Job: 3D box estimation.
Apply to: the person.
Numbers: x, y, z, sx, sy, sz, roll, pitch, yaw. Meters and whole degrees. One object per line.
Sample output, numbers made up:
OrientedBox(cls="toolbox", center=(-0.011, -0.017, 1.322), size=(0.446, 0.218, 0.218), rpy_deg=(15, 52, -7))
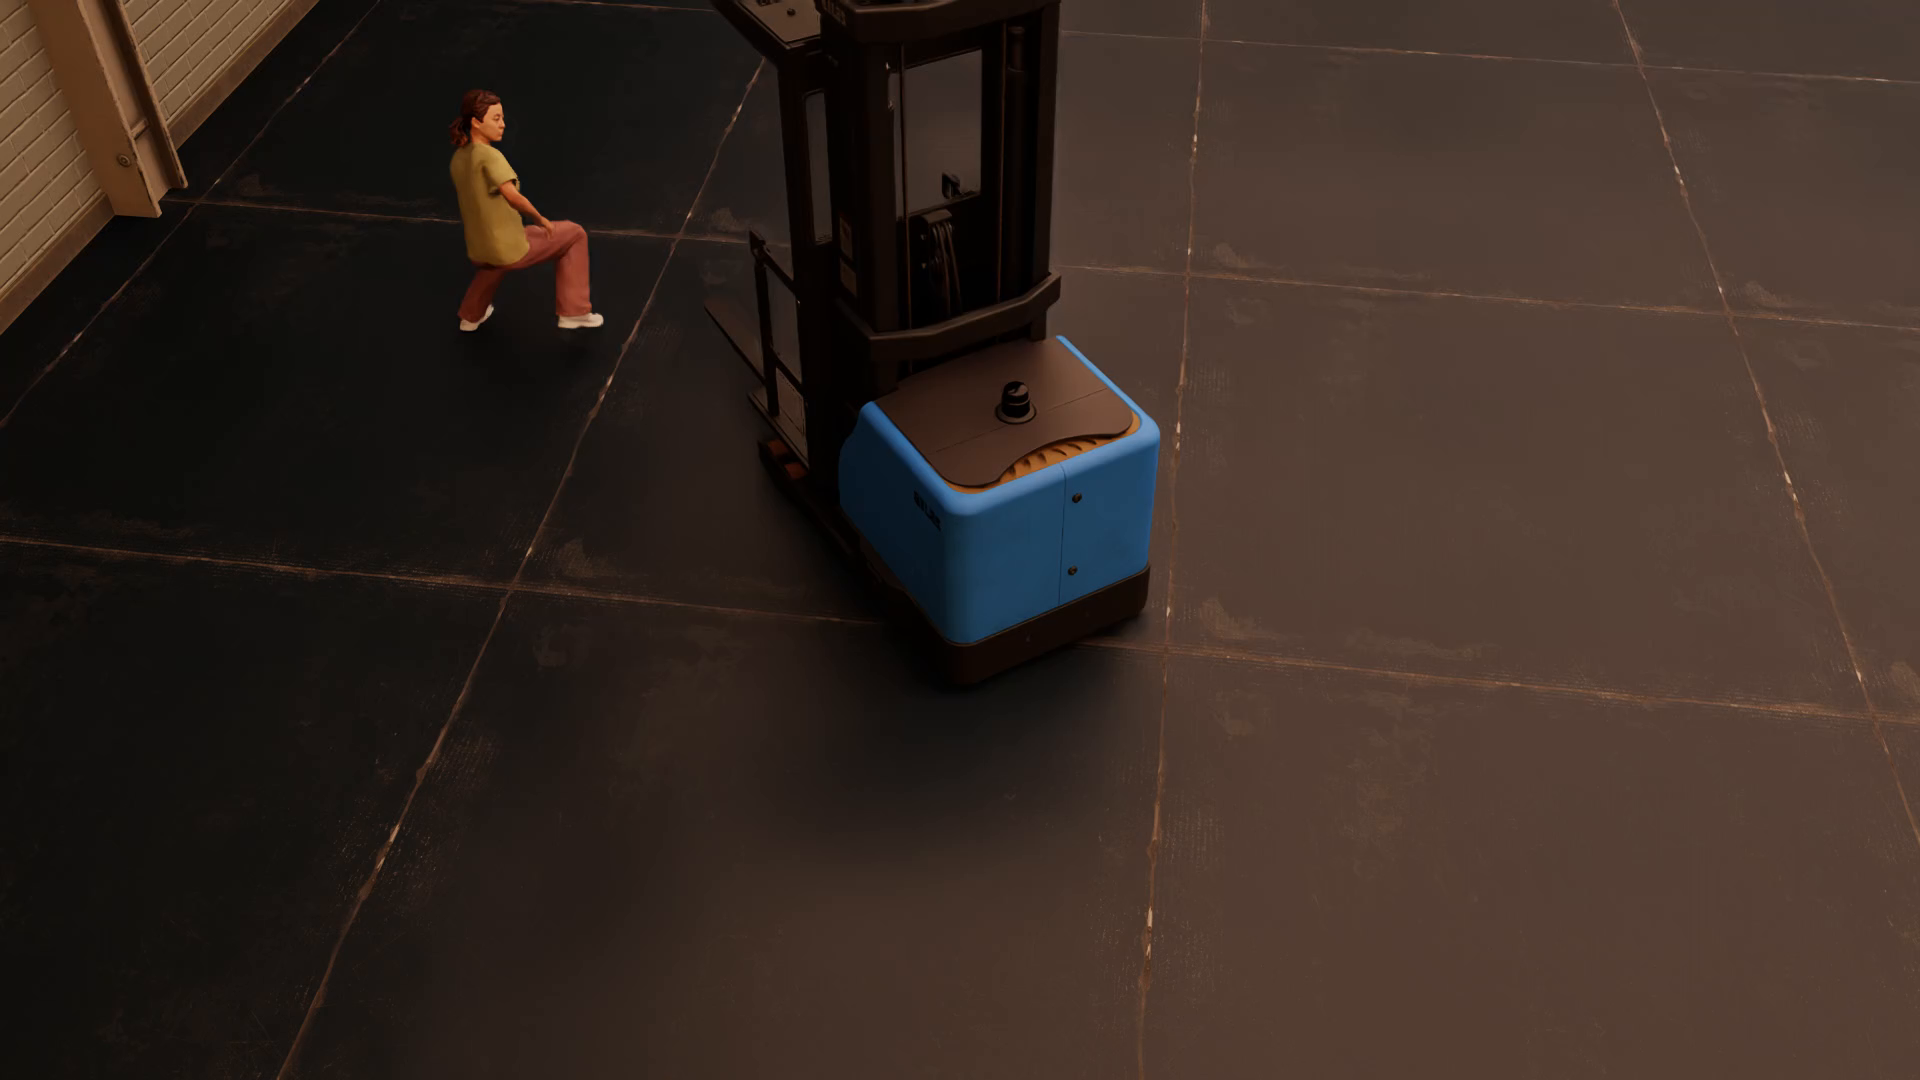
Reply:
OrientedBox(cls="person", center=(-2.360, -1.639, 8.665), size=(0.793, 1.443, 0.596), rpy_deg=(21, 47, 21))

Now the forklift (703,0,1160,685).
OrientedBox(cls="forklift", center=(-0.337, -1.443, 7.295), size=(1.130, 2.935, 3.031), rpy_deg=(-22, 47, -22))
